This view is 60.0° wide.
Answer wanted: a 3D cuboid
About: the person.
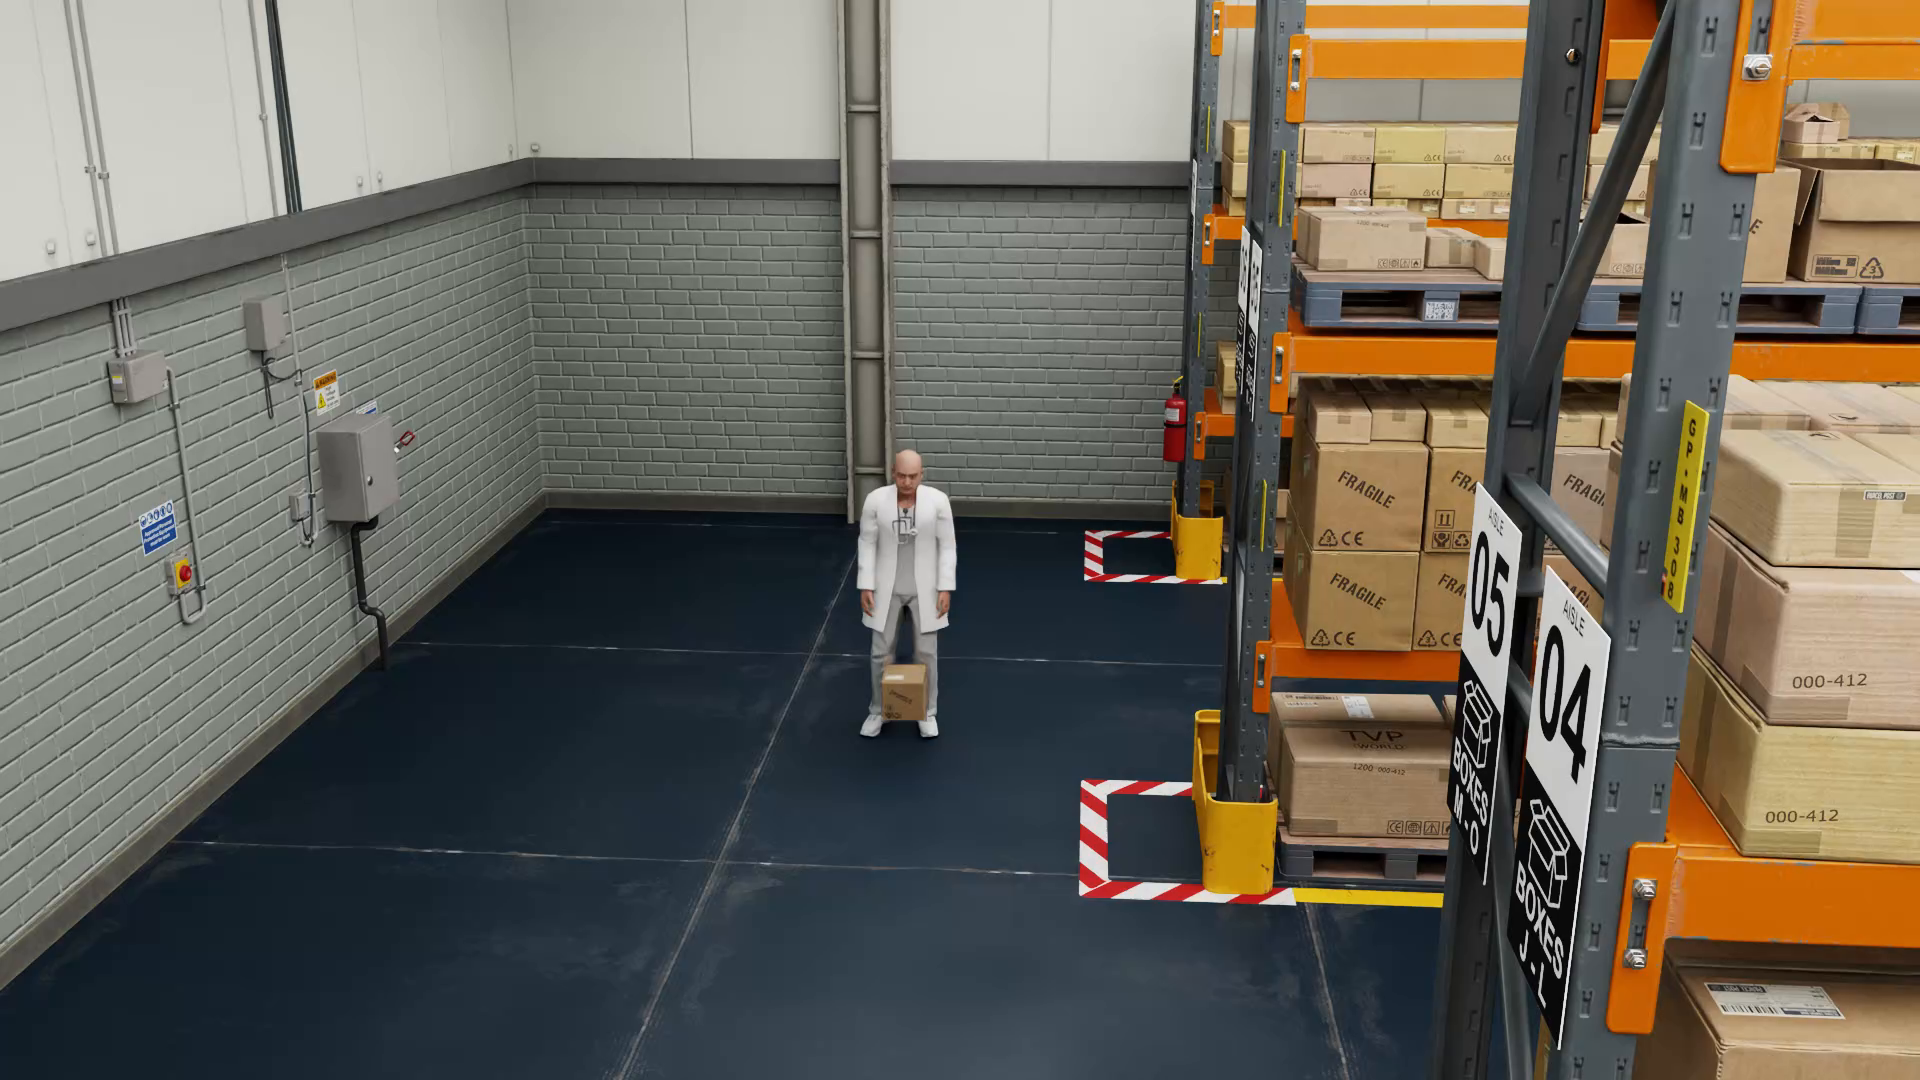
[{"bbox_3d":[-0.322,0.313,10.061,0.601,1.776,0.425,1,17,2],"label":"person"}]
